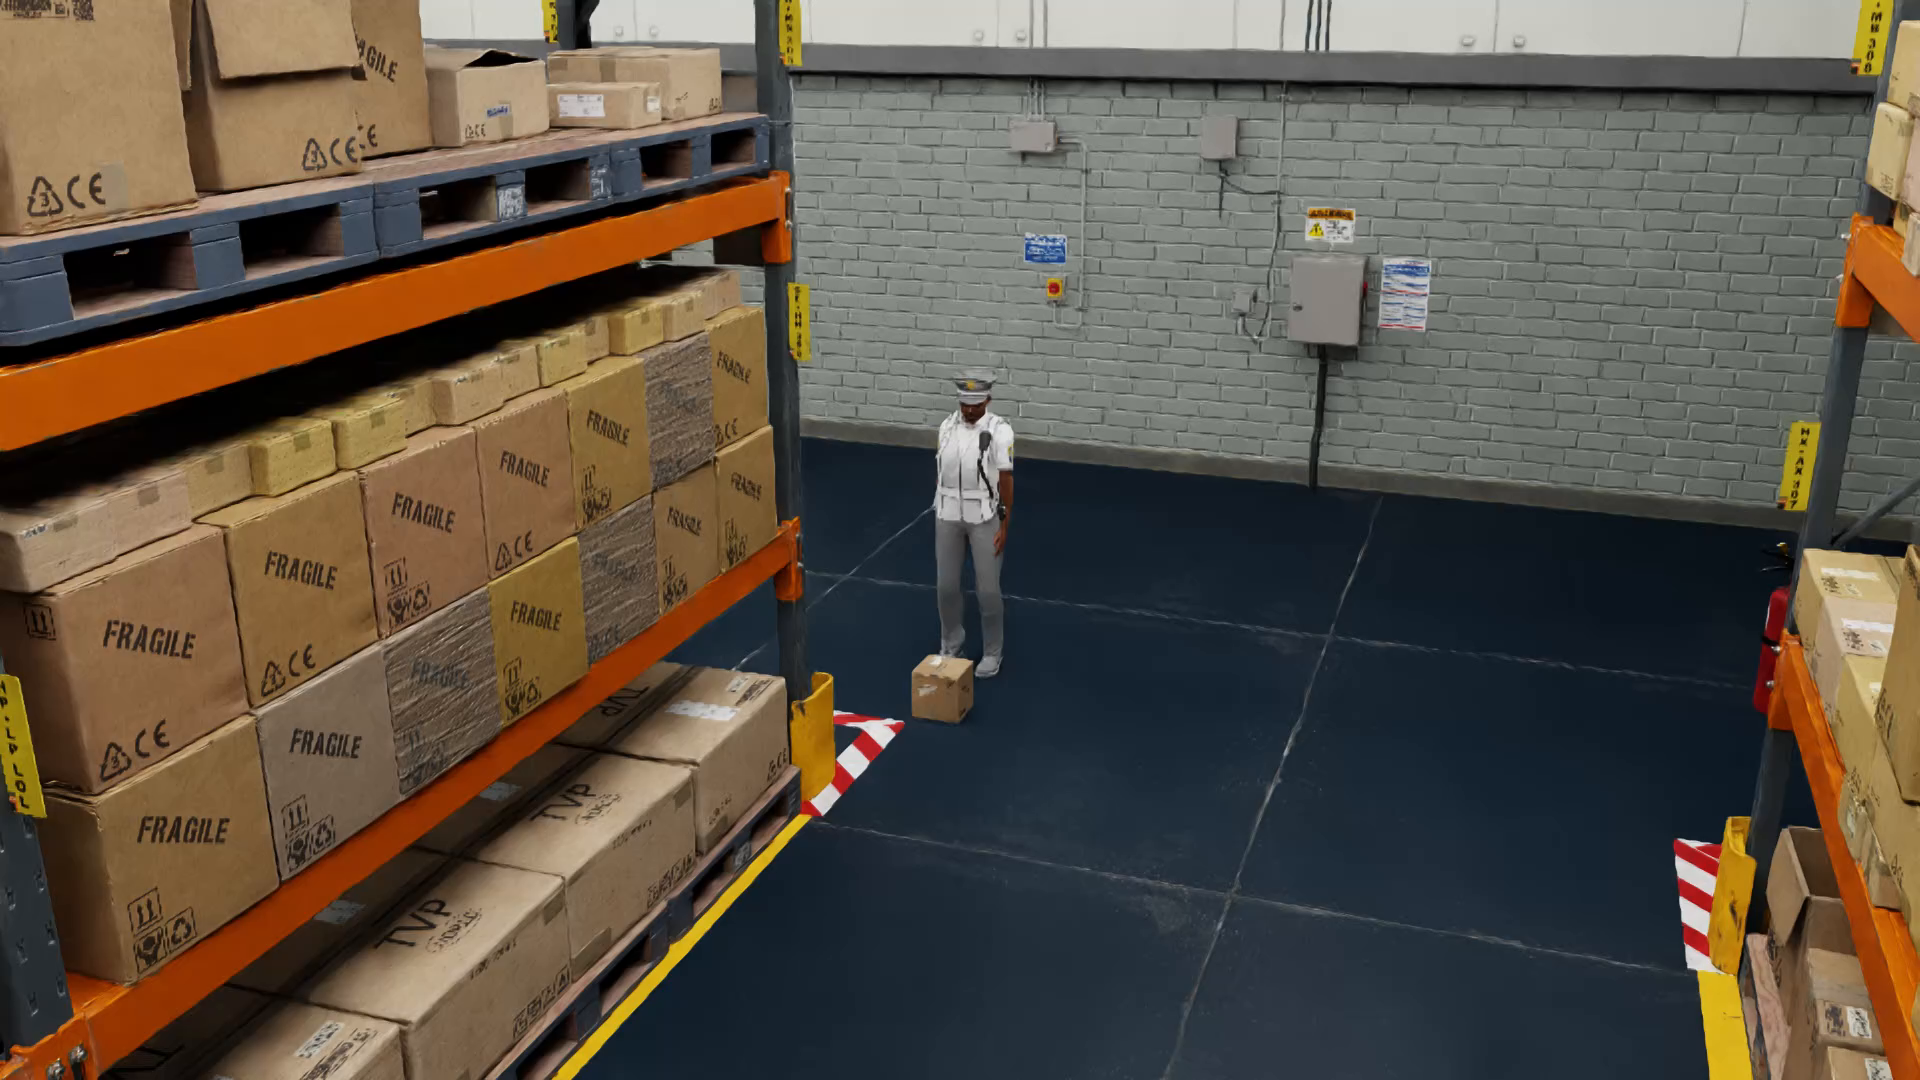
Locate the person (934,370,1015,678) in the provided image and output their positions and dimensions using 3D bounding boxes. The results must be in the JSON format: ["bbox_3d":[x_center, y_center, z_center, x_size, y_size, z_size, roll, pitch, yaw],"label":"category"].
[{"bbox_3d":[0.071,-0.087,8.834,0.438,1.658,0.340,7,20,19],"label":"person"}]
